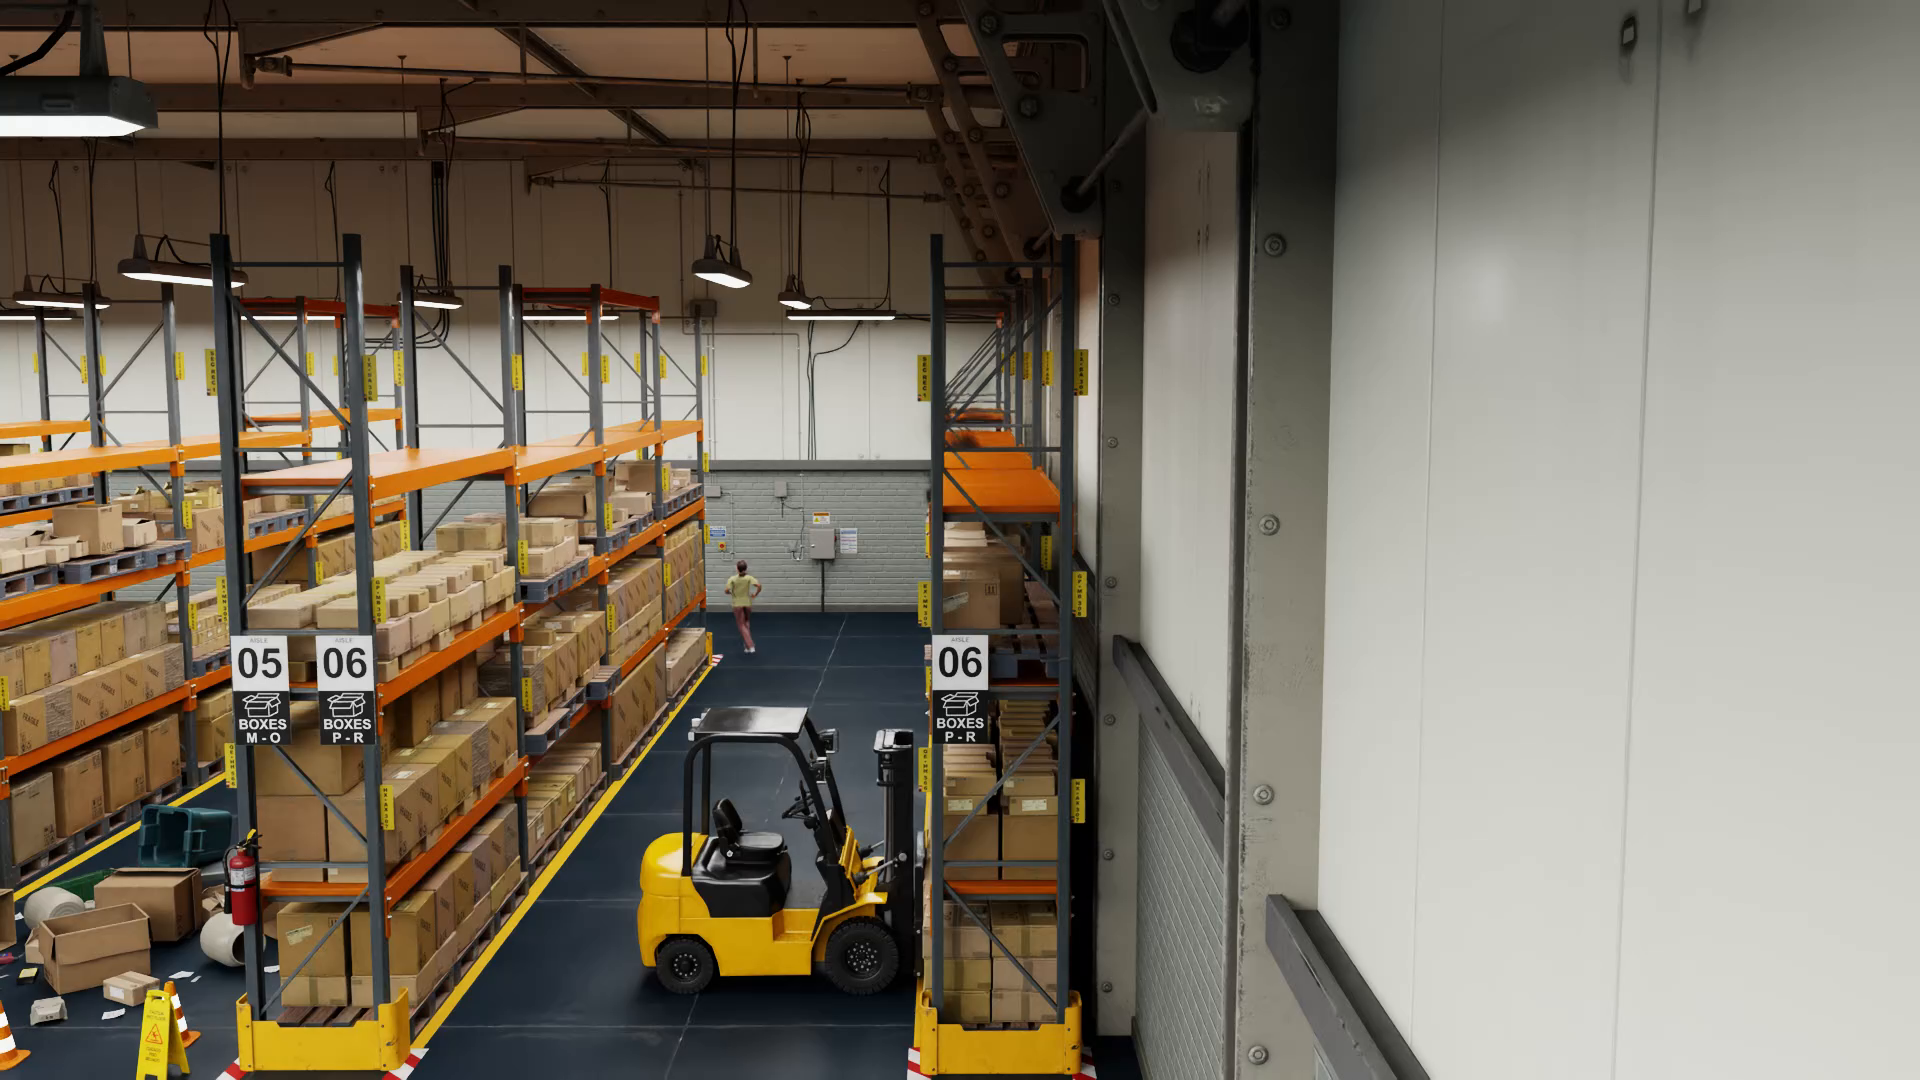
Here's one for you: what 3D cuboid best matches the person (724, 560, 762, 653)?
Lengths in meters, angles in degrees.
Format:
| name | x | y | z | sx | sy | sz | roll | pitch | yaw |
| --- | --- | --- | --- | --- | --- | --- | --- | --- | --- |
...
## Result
| name | x | y | z | sx | sy | sz | roll | pitch | yaw |
| --- | --- | --- | --- | --- | --- | --- | --- | --- | --- |
| person | -3.836 | 1.164 | 29.016 | 0.601 | 1.655 | 0.885 | -3 | 7 | -26 |
